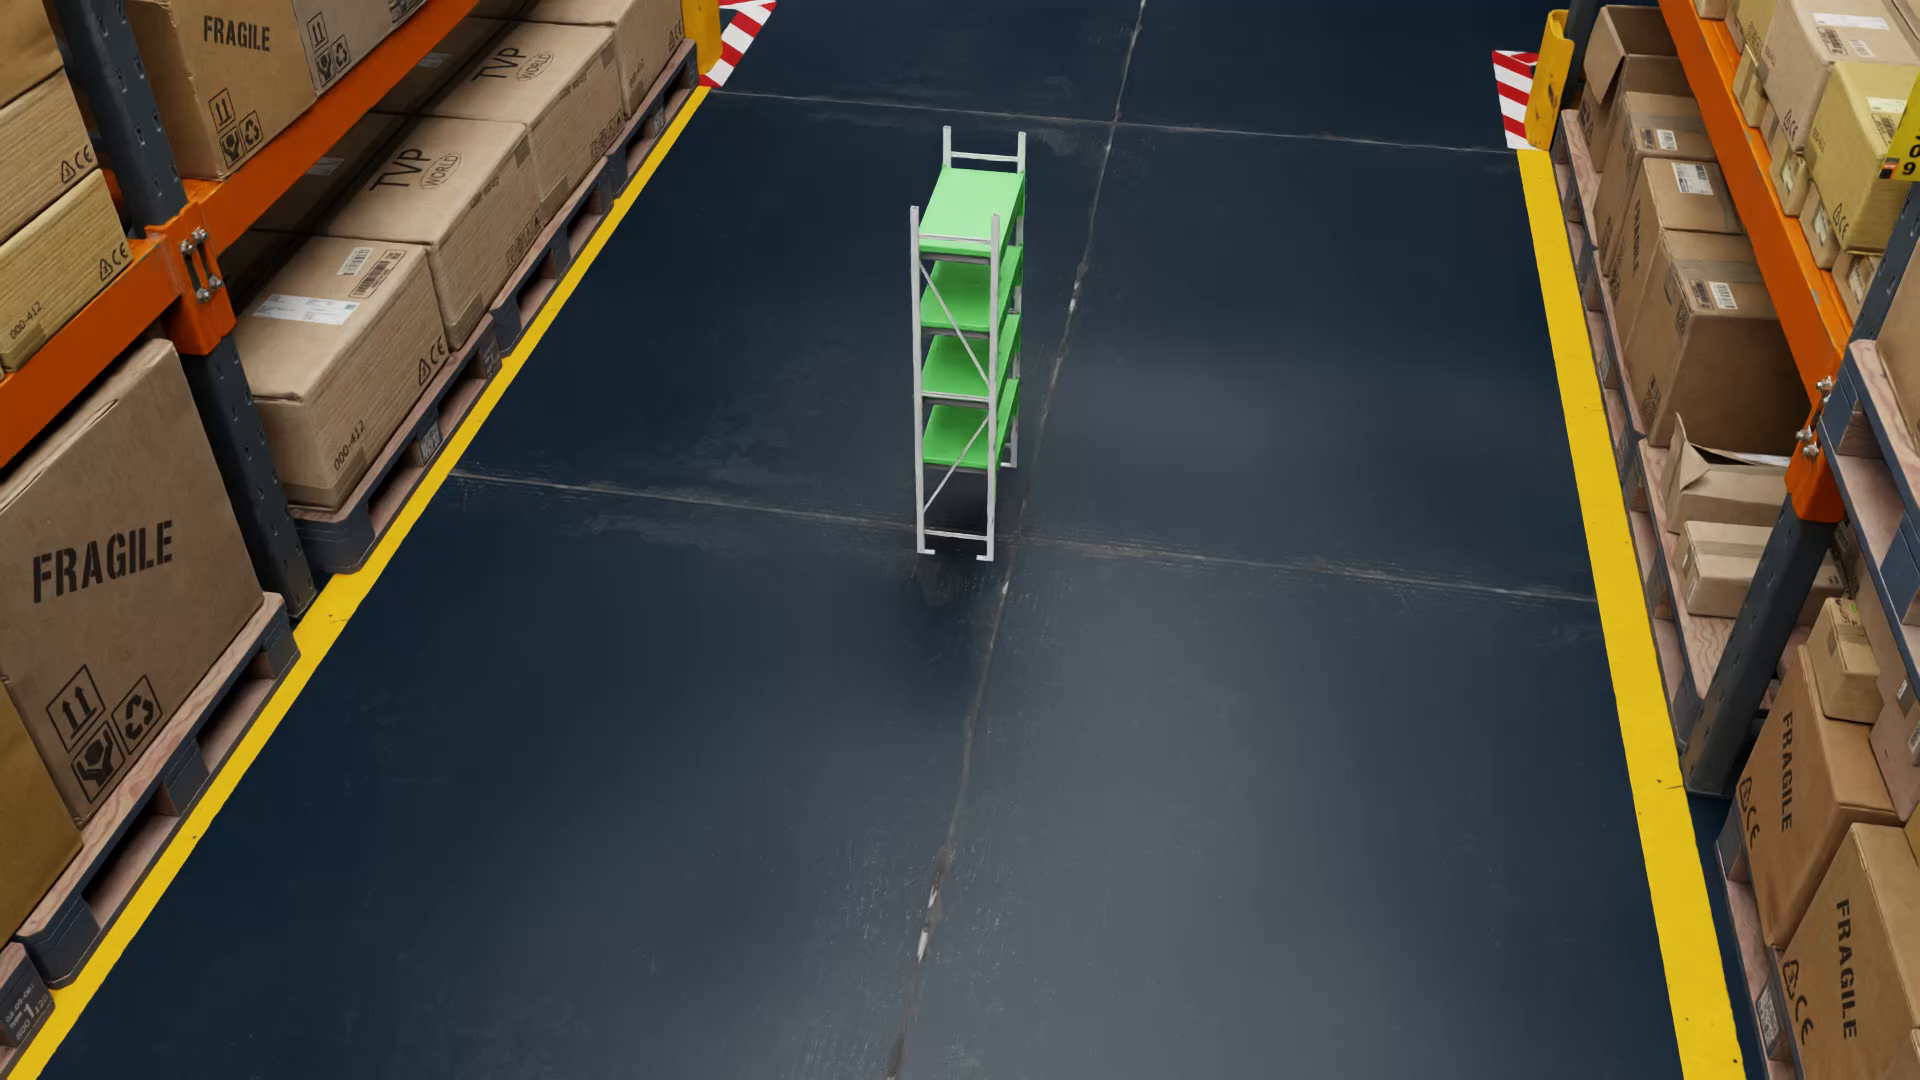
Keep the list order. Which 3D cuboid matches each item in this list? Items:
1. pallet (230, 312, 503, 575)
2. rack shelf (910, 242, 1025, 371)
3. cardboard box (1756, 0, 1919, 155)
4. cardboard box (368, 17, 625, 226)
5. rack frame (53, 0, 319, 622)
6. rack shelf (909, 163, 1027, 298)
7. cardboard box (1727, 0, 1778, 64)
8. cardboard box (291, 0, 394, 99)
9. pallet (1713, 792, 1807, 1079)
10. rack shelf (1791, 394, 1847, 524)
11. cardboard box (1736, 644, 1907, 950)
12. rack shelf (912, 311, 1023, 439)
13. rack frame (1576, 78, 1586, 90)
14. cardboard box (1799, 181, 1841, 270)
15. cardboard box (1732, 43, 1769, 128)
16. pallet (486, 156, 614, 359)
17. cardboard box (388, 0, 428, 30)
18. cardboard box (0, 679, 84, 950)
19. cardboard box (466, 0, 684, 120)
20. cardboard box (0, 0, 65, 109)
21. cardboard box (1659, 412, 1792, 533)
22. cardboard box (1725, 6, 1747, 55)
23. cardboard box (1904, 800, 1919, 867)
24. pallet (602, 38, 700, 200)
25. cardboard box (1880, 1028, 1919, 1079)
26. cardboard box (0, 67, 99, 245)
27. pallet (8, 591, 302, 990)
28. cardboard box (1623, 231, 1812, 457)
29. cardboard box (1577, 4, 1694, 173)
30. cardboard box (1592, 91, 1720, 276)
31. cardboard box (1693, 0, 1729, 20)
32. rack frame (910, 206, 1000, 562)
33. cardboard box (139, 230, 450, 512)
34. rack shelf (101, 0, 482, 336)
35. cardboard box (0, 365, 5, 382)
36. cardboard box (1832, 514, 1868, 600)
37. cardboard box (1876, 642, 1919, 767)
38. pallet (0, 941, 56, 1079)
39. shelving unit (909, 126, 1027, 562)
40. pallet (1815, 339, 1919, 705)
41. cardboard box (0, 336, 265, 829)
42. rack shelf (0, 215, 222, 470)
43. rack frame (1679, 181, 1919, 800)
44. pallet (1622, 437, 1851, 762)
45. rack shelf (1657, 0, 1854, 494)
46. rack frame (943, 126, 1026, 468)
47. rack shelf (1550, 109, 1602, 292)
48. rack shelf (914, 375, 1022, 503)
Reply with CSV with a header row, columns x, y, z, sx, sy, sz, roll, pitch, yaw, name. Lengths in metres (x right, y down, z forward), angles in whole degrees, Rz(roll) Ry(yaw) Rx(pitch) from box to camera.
x,y,z,sx,sy,sz,roll,pitch,yaw,name
-2.243,-0.401,5.570,1.003,0.211,1.213,6,40,8,pallet
0.029,-0.702,4.881,0.258,0.148,0.480,6,40,8,rack shelf
2.358,-1.182,4.210,0.500,0.250,0.500,7,40,8,cardboard box
-1.925,-1.692,6.623,0.875,0.438,0.875,7,40,9,cardboard box
-2.452,-1.008,4.115,1.000,3.000,0.127,6,40,8,rack frame
0.029,-0.887,4.728,0.258,0.148,0.480,6,40,8,rack shelf
2.457,-1.493,4.587,0.500,0.250,0.500,6,40,7,cardboard box
-2.021,-1.627,4.785,0.500,0.500,0.500,7,40,8,cardboard box
2.334,1.127,3.722,1.003,0.211,1.213,6,40,8,pallet
2.092,1.070,2.166,1.077,0.370,4.000,6,40,8,rack shelf
2.133,0.618,3.781,0.500,0.500,0.500,8,40,10,cardboard box
0.029,-0.517,5.034,0.258,0.148,0.480,6,40,8,rack shelf
3.127,-2.973,6.492,0.949,2.616,0.053,6,40,8,rack frame
2.268,-0.759,4.012,0.380,0.149,0.250,7,40,9,cardboard box
2.378,-1.250,4.605,0.380,0.149,0.250,6,40,7,cardboard box
-2.034,-1.169,6.499,1.003,0.211,1.213,6,40,8,pallet
-1.929,-1.938,5.162,0.500,0.500,0.500,7,40,8,cardboard box
-2.629,0.615,3.490,0.875,0.875,0.875,7,40,9,cardboard box
-1.775,-2.267,7.319,0.875,0.438,0.875,5,40,6,cardboard box
-2.282,-1.123,3.391,0.500,0.500,0.500,8,40,9,cardboard box
2.307,-0.177,4.926,0.396,0.266,0.258,8,40,9,cardboard box
2.529,-1.560,4.980,0.380,0.149,0.250,6,40,8,cardboard box
2.109,0.629,3.258,0.380,0.149,0.250,4,40,5,cardboard box
-1.821,-1.933,7.422,1.003,0.211,1.213,6,40,8,pallet
1.959,1.266,2.997,0.500,0.500,0.500,5,40,6,cardboard box
-2.288,-0.839,3.636,0.500,0.250,0.500,6,40,8,cardboard box
-2.511,0.560,4.407,1.003,0.211,1.213,6,40,8,pallet
2.565,-0.614,5.271,0.700,0.500,0.500,5,40,6,cardboard box
2.931,-1.799,6.702,0.797,0.503,0.637,5,40,6,cardboard box
2.745,-1.266,6.059,0.700,0.500,0.500,8,40,9,cardboard box
2.506,-1.729,5.185,0.380,0.149,0.250,7,40,9,cardboard box
-0.014,-0.413,4.808,0.240,1.200,0.015,6,40,8,rack frame
-2.237,-0.564,5.259,0.875,0.438,0.875,6,40,7,cardboard box
-2.105,-1.985,5.862,1.077,0.370,4.000,6,40,8,rack shelf
-2.370,-0.321,3.402,0.500,0.250,0.500,6,40,7,cardboard box
2.785,0.023,4.648,0.500,0.311,0.500,8,40,9,cardboard box
2.116,0.339,3.376,0.380,0.149,0.250,5,40,6,cardboard box
-2.720,1.328,3.479,1.003,0.211,1.213,6,40,8,pallet
0.029,-0.566,4.993,0.258,1.200,0.503,6,40,8,shelving unit
2.192,0.101,2.925,1.003,0.211,1.213,6,40,8,pallet
-2.480,0.047,4.176,0.875,0.875,0.875,8,40,9,cardboard box
-2.798,0.525,2.826,1.077,0.370,4.000,6,40,8,rack shelf
2.438,-0.463,3.455,1.000,3.000,0.127,6,40,8,rack frame
2.558,0.181,4.865,1.003,0.211,1.213,6,40,8,pallet
2.784,-1.440,5.203,1.077,0.370,4.000,6,40,8,rack shelf
0.071,-0.719,5.179,0.240,1.200,0.015,6,40,8,rack frame
-12.545,-0.712,3.915,30.696,2.800,11.642,6,40,8,rack shelf
0.029,-0.332,5.187,0.258,0.148,0.480,6,40,8,rack shelf
